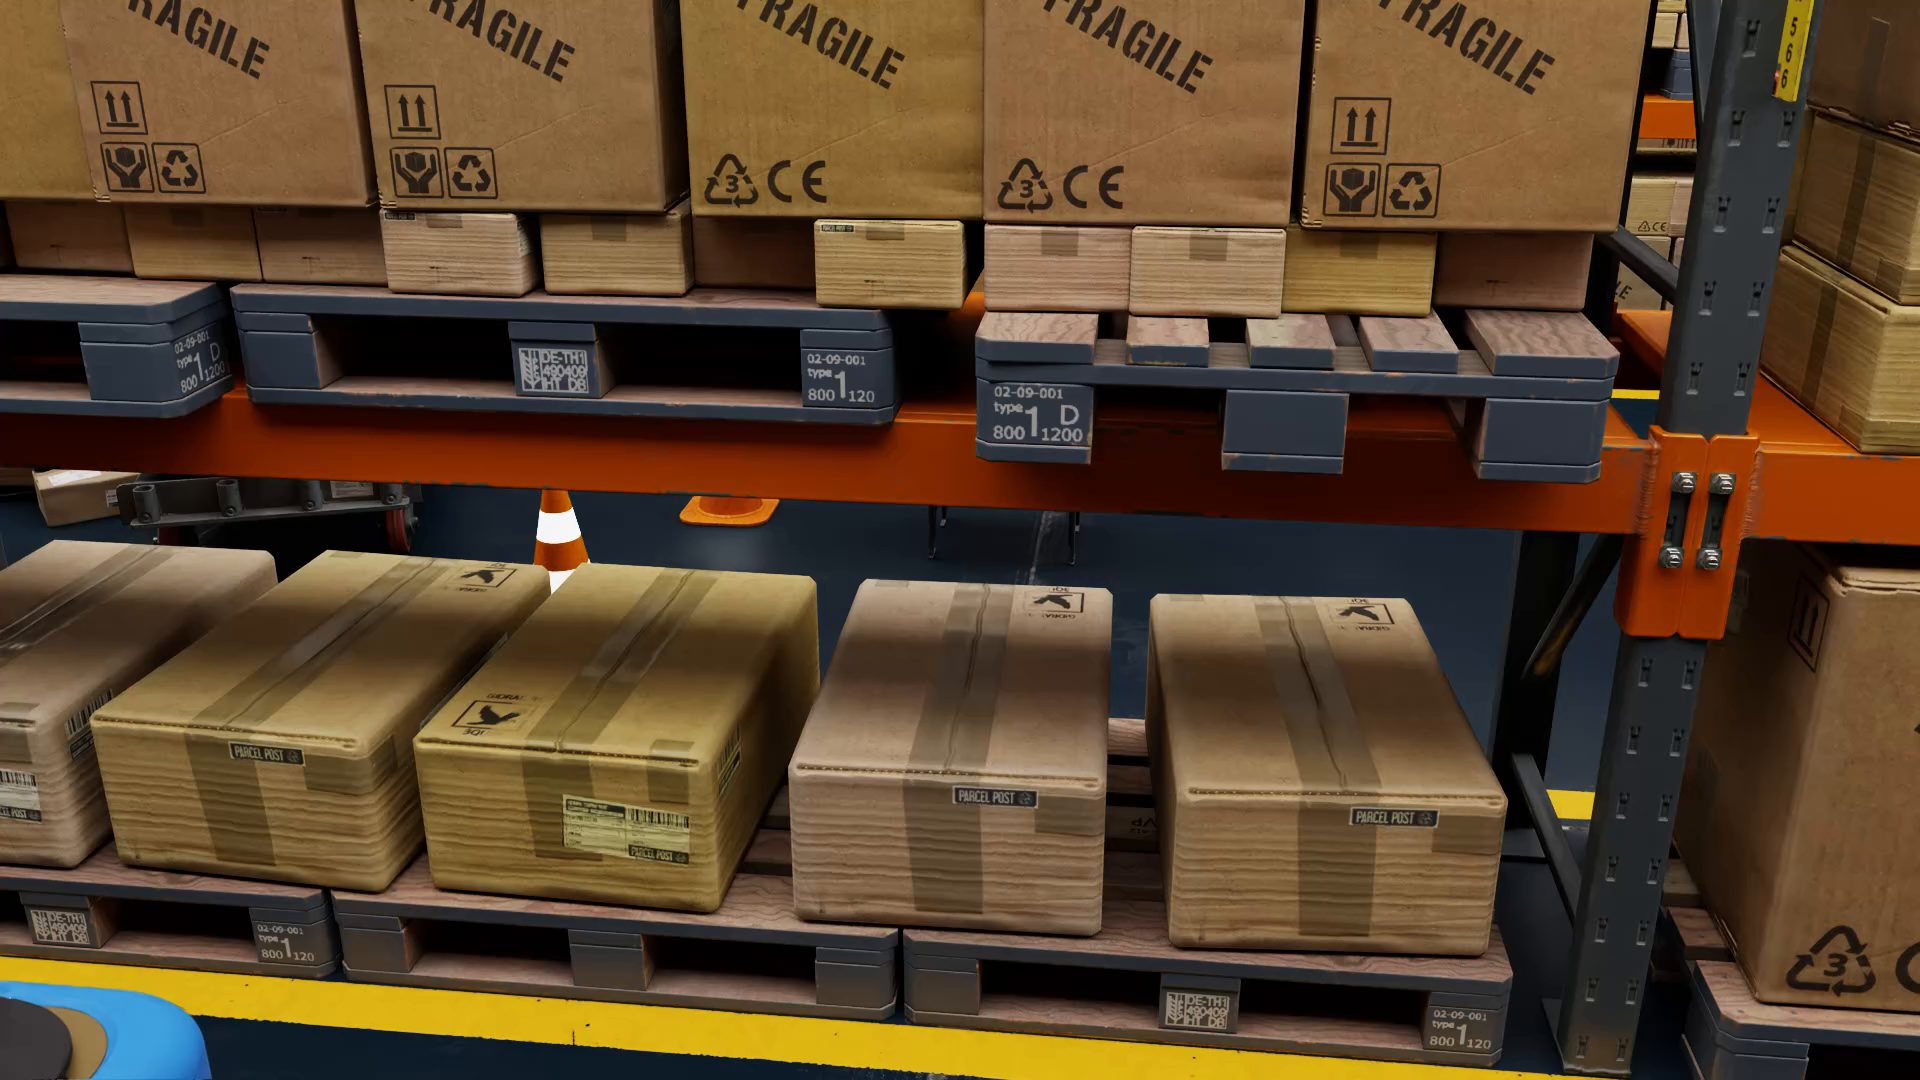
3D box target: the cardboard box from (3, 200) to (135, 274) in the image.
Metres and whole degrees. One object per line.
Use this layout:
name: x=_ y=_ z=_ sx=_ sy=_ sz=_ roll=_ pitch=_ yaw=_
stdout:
cardboard box: x=-1.612 y=-0.636 z=3.239 sx=0.250 sy=0.149 sz=0.380 roll=4 pitch=22 yaw=10

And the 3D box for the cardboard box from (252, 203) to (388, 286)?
cardboard box: x=-1.116 y=-0.598 z=3.143 sx=0.250 sy=0.149 sz=0.380 roll=3 pitch=22 yaw=7

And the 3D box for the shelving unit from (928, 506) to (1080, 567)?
shelving unit: x=0.164 y=-0.969 z=5.536 sx=0.503 sy=2.100 sz=0.431 roll=2 pitch=22 yaw=6

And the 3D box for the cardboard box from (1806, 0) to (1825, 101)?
cardboard box: x=1.855 y=-1.107 z=3.163 sx=0.500 sy=0.500 sz=0.500 roll=2 pitch=22 yaw=5

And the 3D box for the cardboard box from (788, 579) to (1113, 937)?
cardboard box: x=0.017 y=0.448 z=3.730 sx=0.625 sy=0.372 sz=0.950 roll=2 pitch=22 yaw=5

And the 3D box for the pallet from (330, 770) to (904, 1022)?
pallet: x=-0.673 y=0.687 z=3.916 sx=1.213 sy=0.211 sz=1.003 roll=2 pitch=22 yaw=6

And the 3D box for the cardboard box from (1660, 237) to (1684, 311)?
cardboard box: x=3.476 y=-1.202 z=7.728 sx=0.500 sy=0.500 sz=0.500 roll=2 pitch=22 yaw=5

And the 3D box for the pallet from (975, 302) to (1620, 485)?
pallet: x=0.591 y=-0.425 z=3.195 sx=1.003 sy=0.211 sz=1.213 roll=2 pitch=22 yaw=6

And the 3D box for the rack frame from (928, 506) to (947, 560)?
rack frame: x=-0.078 y=-0.980 z=5.562 sx=0.015 sy=2.100 sz=0.400 roll=2 pitch=22 yaw=6

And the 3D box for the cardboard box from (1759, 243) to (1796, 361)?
cardboard box: x=1.844 y=-0.525 z=3.392 sx=0.500 sy=0.250 sz=0.500 roll=2 pitch=22 yaw=4

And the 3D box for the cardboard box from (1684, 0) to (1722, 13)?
cardboard box: x=3.282 y=-2.413 z=7.329 sx=0.250 sy=0.149 sz=0.380 roll=3 pitch=22 yaw=6

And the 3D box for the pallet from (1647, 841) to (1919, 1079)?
pallet: x=2.085 y=0.836 z=3.537 sx=1.213 sy=0.211 sz=1.003 roll=2 pitch=22 yaw=6

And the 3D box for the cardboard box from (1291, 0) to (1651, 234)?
cardboard box: x=0.827 y=-0.820 z=2.823 sx=0.500 sy=0.500 sz=0.500 roll=2 pitch=22 yaw=5

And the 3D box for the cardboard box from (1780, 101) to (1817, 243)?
cardboard box: x=1.822 y=-0.756 z=3.297 sx=0.500 sy=0.250 sz=0.500 roll=2 pitch=22 yaw=6

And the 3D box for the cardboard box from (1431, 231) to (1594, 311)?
cardboard box: x=0.958 y=-0.529 z=2.968 sx=0.250 sy=0.149 sz=0.380 roll=3 pitch=22 yaw=8

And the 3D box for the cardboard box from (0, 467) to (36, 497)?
cardboard box: x=-3.661 y=-0.581 z=6.541 sx=0.503 sy=0.637 sz=0.797 roll=2 pitch=22 yaw=6

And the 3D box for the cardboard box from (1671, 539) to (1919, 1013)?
cardboard box: x=1.987 y=0.331 z=3.341 sx=0.875 sy=0.875 sz=0.875 roll=2 pitch=22 yaw=6

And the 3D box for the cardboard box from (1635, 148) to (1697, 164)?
cardboard box: x=3.509 y=-1.736 z=8.059 sx=0.500 sy=0.250 sz=0.500 roll=3 pitch=22 yaw=8

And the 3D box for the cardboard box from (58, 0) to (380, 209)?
cardboard box: x=-1.242 y=-0.902 z=3.030 sx=0.500 sy=0.500 sz=0.500 roll=2 pitch=22 yaw=6

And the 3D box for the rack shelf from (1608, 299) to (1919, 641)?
rack shelf: x=3.297 y=-0.101 z=3.094 sx=4.000 sy=0.370 sz=1.077 roll=2 pitch=22 yaw=6

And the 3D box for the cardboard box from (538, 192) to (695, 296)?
cardboard box: x=-0.590 y=-0.567 z=3.064 sx=0.250 sy=0.149 sz=0.380 roll=2 pitch=22 yaw=5

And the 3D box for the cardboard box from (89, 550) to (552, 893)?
cardboard box: x=-1.426 y=0.383 z=3.893 sx=0.625 sy=0.372 sz=0.950 roll=4 pitch=22 yaw=10

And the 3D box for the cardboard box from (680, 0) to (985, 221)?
cardboard box: x=-0.189 y=-0.860 z=2.923 sx=0.500 sy=0.500 sz=0.500 roll=1 pitch=22 yaw=3

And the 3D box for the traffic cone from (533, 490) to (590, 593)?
traffic cone: x=-1.265 y=0.027 z=5.241 sx=0.334 sy=0.463 sz=0.336 roll=2 pitch=22 yaw=6

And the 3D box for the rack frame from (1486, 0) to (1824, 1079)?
rack frame: x=1.311 y=-0.522 z=3.180 sx=0.127 sy=3.000 sz=1.000 roll=2 pitch=22 yaw=6

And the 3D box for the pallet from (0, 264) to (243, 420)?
pallet: x=-1.919 y=-0.520 z=3.435 sx=1.213 sy=0.211 sz=1.003 roll=2 pitch=22 yaw=6

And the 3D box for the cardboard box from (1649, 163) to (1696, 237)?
cardboard box: x=3.443 y=-1.549 z=7.587 sx=0.500 sy=0.250 sz=0.500 roll=3 pitch=22 yaw=7

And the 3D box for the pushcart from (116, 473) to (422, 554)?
pushcart: x=-2.442 y=-0.310 z=6.211 sx=0.936 sy=0.377 sz=1.648 roll=-5 pitch=22 yaw=-12

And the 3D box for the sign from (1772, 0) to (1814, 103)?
sign: x=1.257 y=-0.825 z=2.480 sx=0.005 sy=0.325 sz=0.100 roll=2 pitch=22 yaw=6

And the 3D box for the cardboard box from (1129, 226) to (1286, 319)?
cardboard box: x=0.428 y=-0.508 z=2.916 sx=0.250 sy=0.149 sz=0.380 roll=2 pitch=22 yaw=6

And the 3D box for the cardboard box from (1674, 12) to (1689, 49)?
cardboard box: x=3.281 y=-2.274 z=7.383 sx=0.250 sy=0.149 sz=0.380 roll=3 pitch=22 yaw=8

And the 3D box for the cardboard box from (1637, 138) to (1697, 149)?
cardboard box: x=4.924 y=-3.233 z=12.356 sx=0.875 sy=0.875 sz=1.225 roll=2 pitch=22 yaw=4

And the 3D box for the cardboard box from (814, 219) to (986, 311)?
cardboard box: x=-0.096 y=-0.529 z=2.969 sx=0.250 sy=0.149 sz=0.380 roll=3 pitch=22 yaw=7
